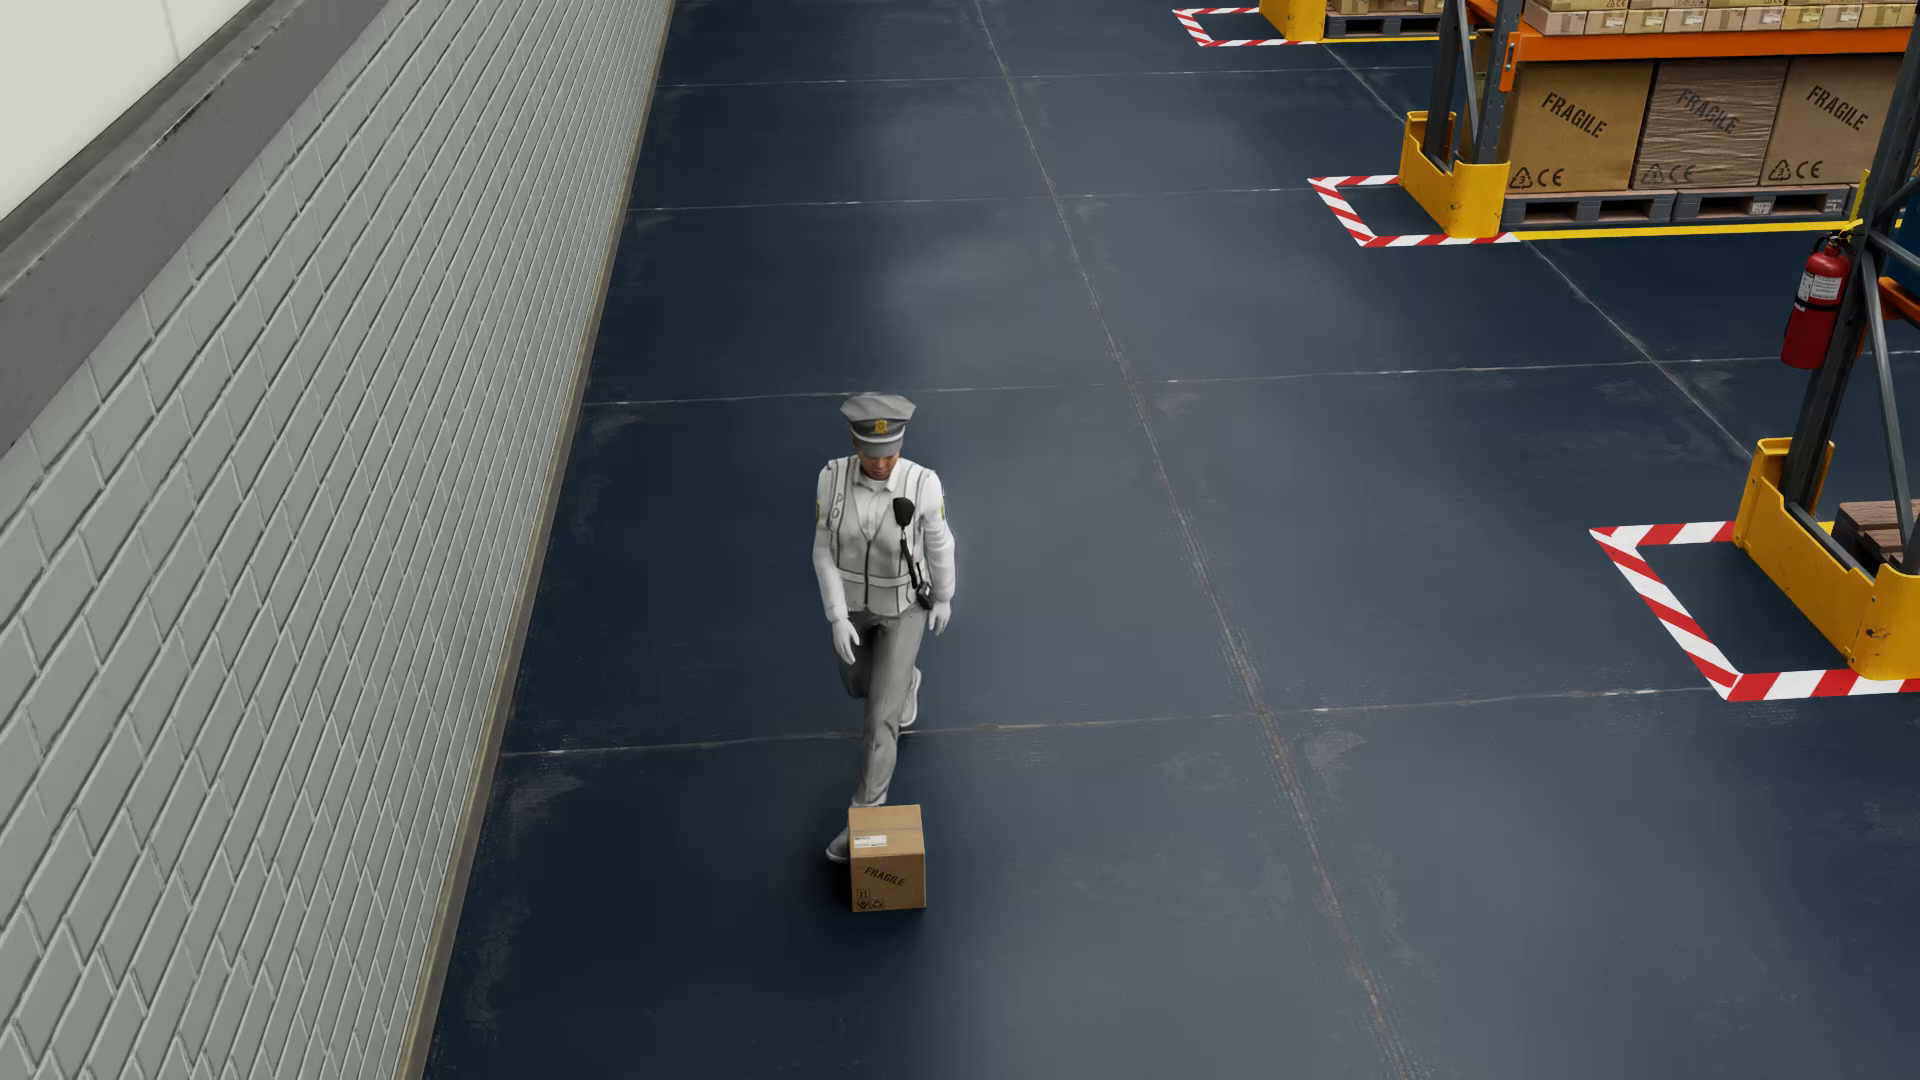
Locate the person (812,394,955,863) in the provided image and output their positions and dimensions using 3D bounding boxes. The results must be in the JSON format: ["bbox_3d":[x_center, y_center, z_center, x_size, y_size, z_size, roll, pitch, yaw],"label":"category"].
[{"bbox_3d":[-0.286,0.238,5.796,0.446,1.597,1.025,9,32,15],"label":"person"}]
